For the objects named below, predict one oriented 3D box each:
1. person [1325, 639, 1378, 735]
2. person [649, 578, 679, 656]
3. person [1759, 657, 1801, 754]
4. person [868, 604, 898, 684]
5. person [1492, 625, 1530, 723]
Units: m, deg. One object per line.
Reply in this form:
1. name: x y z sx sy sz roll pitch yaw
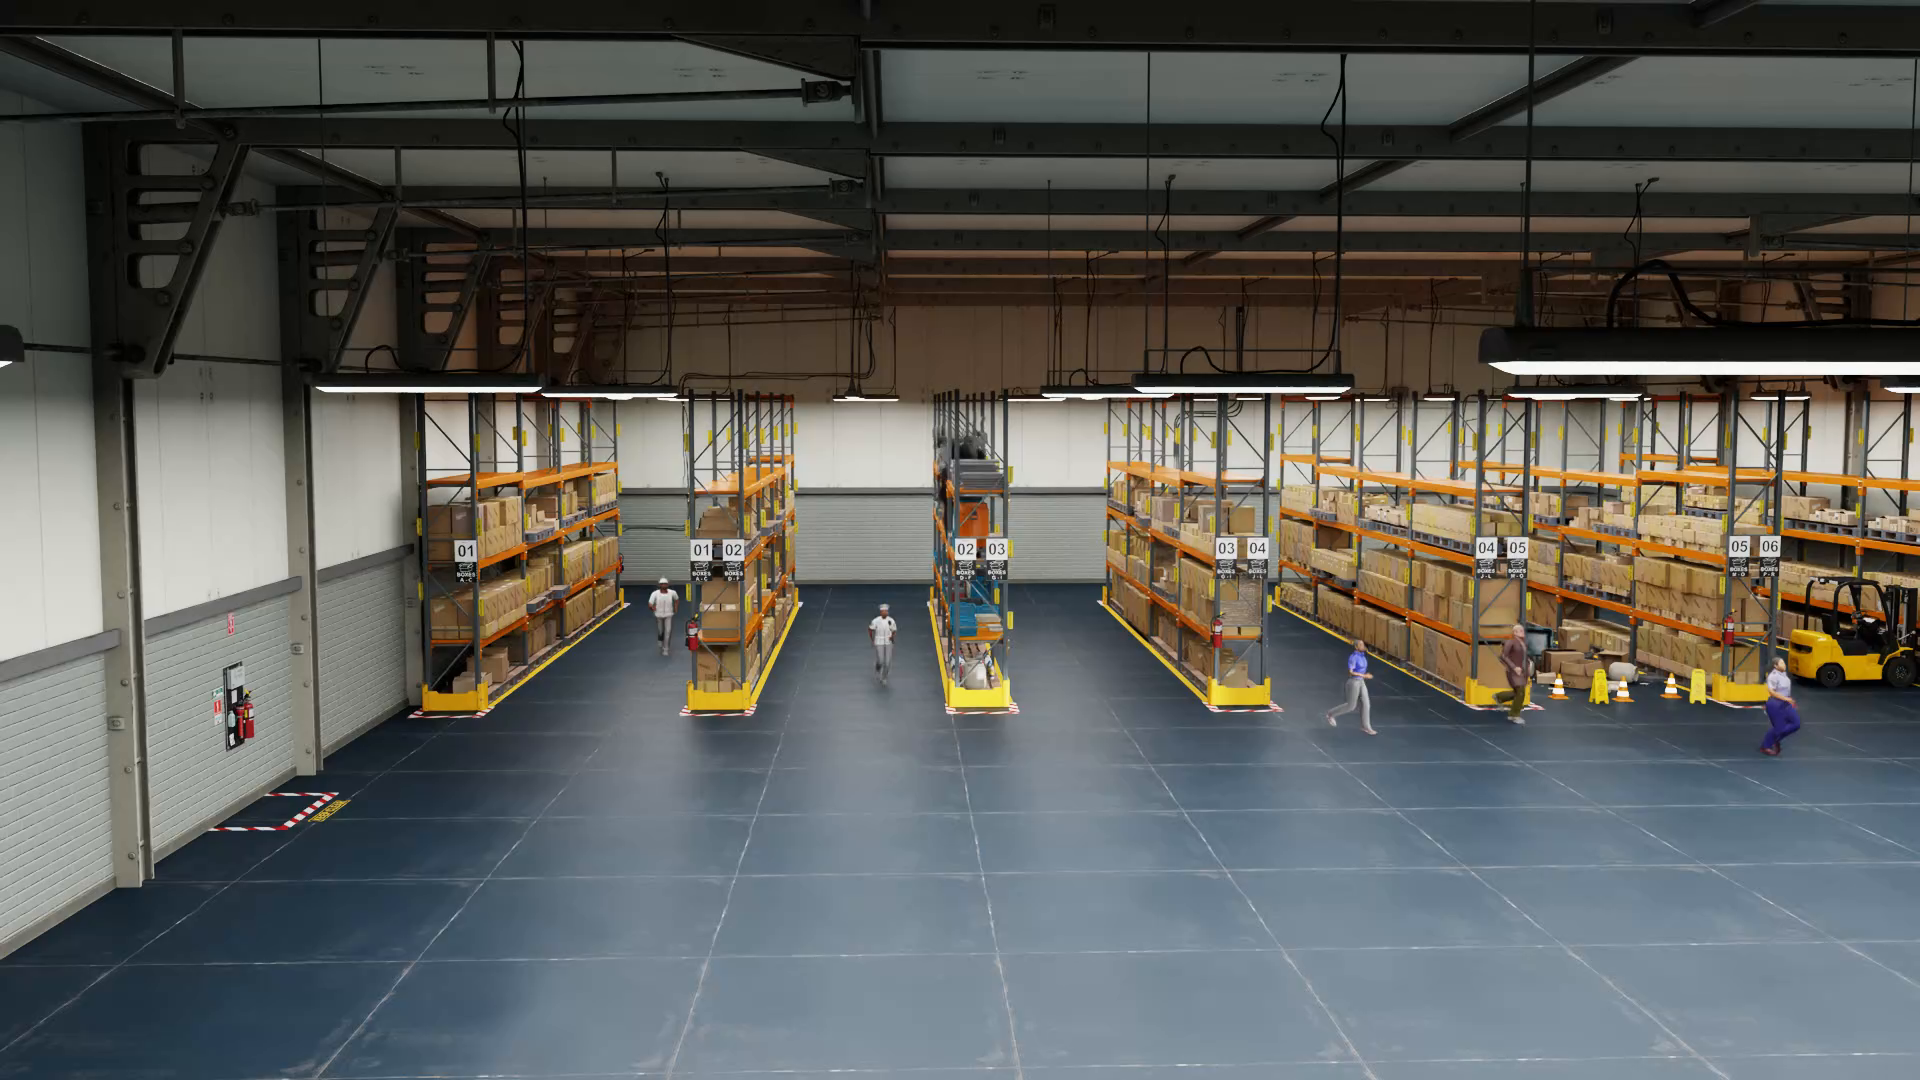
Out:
1. person: 6.868 2.550 29.023 0.908 1.649 0.588 3 6 36
2. person: -6.762 1.740 38.020 0.699 1.752 0.923 -1 5 -12
3. person: 13.400 2.713 27.162 0.618 1.592 0.570 -4 6 -43
4. person: -1.547 2.129 33.900 0.574 1.653 0.556 -1 5 -12
5. person: 9.993 2.408 30.148 0.720 1.779 0.720 -4 6 -40
